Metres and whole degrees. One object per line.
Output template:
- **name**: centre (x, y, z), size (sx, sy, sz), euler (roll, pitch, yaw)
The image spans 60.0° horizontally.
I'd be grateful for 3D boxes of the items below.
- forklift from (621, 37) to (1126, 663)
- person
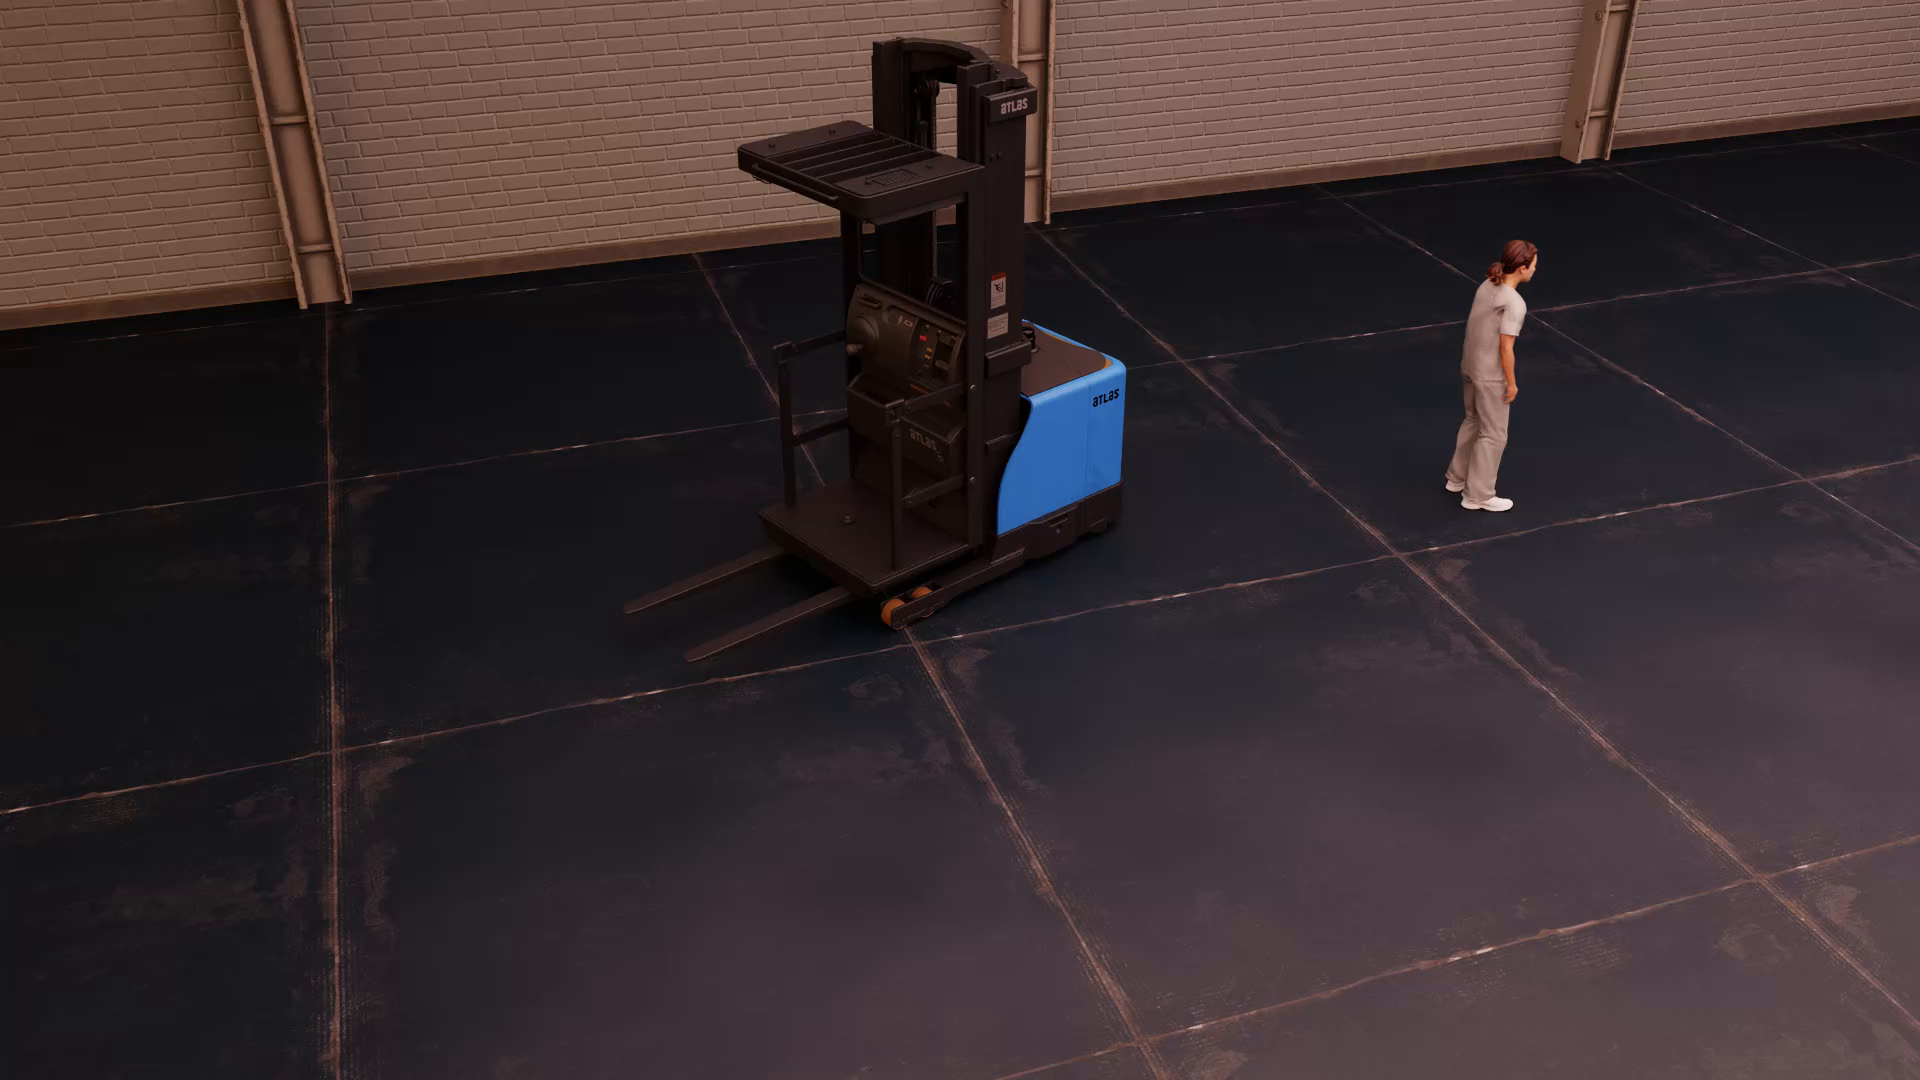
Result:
- **forklift**: centre (-0.461, -1.072, 8.951), size (3.031, 2.935, 1.130), euler (-23, 37, -34)
- **person**: centre (3.232, -1.010, 10.105), size (0.353, 1.673, 0.491), euler (-4, 30, -8)
